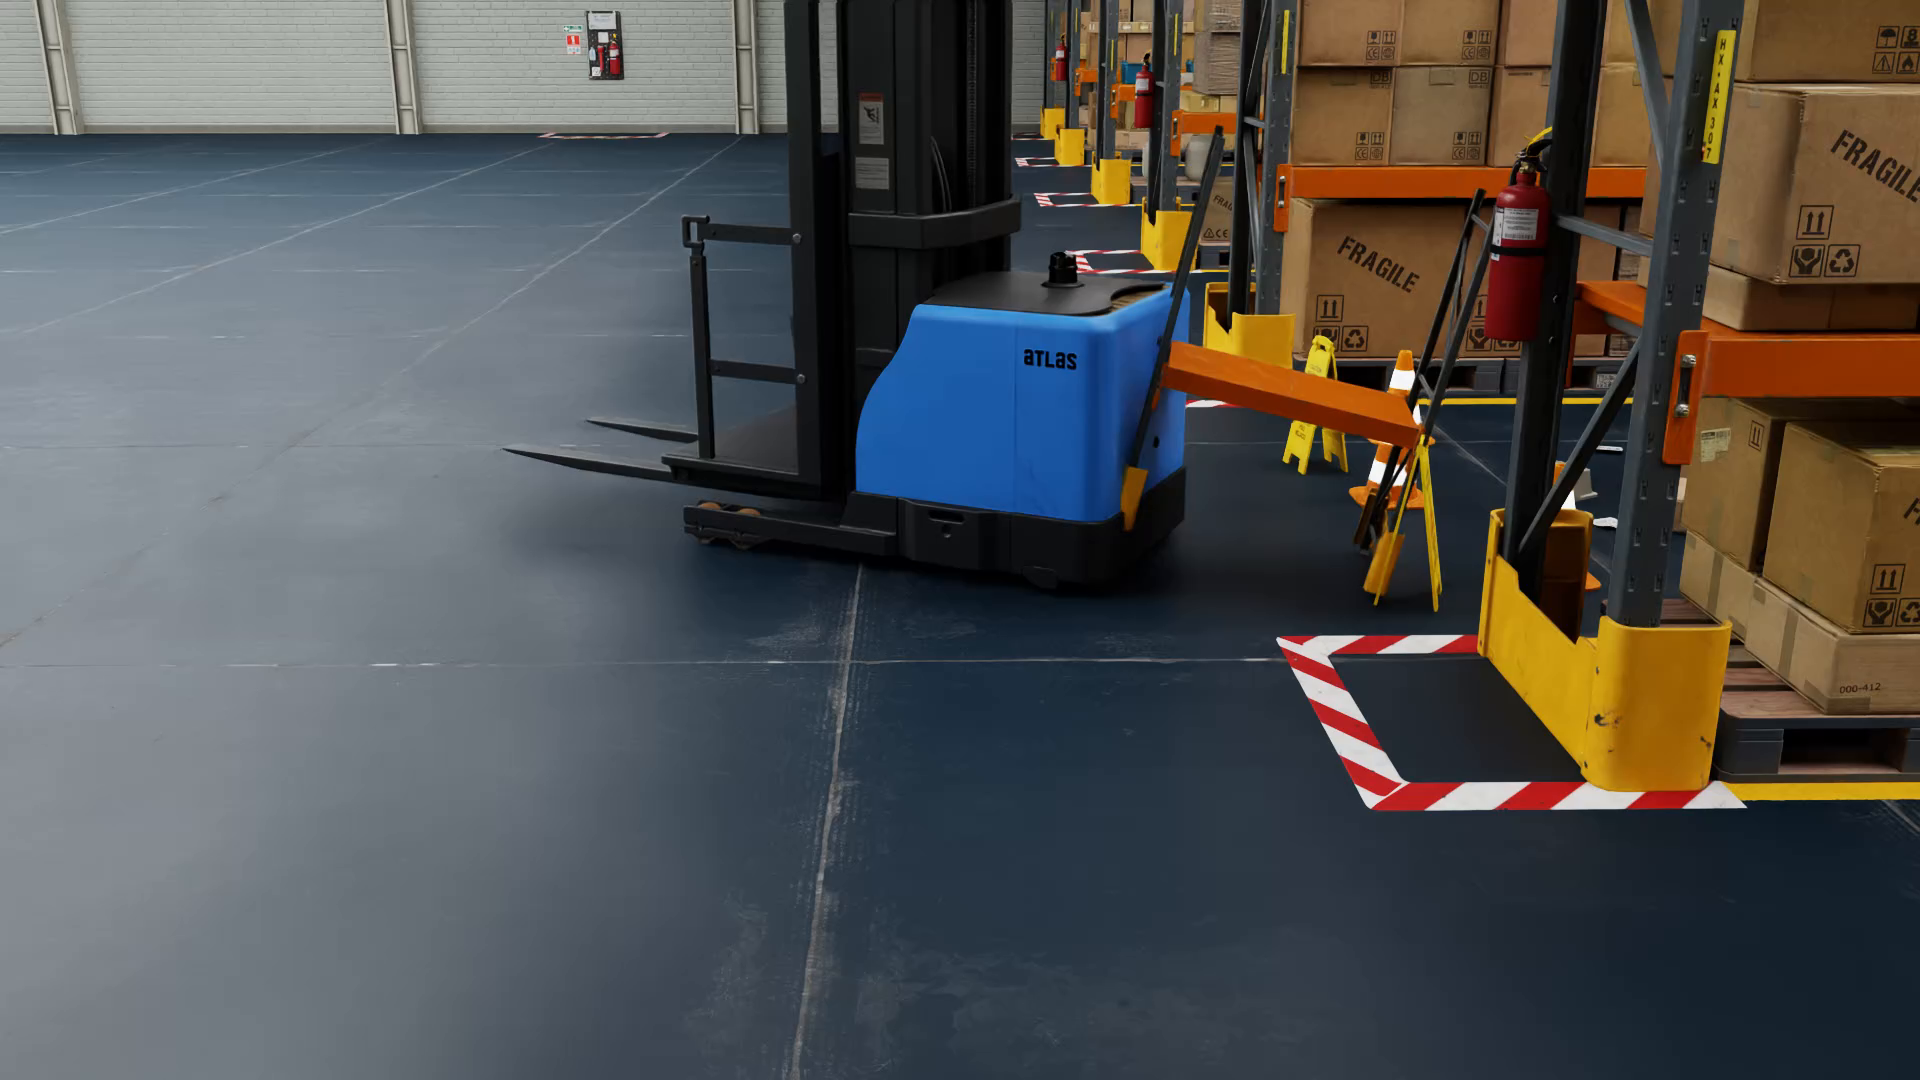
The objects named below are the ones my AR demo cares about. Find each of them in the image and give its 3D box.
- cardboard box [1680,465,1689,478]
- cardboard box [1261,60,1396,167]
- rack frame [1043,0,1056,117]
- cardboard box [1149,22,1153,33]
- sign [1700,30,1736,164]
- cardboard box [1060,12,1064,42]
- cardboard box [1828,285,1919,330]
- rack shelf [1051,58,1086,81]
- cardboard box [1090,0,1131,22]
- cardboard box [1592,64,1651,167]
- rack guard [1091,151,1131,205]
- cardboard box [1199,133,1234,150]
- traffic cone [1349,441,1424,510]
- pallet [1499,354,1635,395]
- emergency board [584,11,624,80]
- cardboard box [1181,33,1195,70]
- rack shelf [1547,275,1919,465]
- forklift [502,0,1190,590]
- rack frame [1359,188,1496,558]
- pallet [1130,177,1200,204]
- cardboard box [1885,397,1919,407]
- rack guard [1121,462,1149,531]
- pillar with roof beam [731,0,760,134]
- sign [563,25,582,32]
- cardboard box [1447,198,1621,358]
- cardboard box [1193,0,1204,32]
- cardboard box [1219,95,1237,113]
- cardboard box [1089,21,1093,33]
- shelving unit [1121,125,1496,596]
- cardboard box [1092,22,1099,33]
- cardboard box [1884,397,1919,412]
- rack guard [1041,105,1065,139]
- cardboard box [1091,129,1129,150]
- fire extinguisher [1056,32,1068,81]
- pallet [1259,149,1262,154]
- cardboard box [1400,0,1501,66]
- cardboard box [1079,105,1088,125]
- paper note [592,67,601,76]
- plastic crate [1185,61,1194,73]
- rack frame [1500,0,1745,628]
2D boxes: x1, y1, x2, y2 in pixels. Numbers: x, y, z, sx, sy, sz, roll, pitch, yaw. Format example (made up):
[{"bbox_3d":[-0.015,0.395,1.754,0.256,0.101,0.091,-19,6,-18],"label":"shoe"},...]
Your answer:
[{"bbox_3d":[3.637,-0.475,7.704,0.637,0.503,0.797,-15,23,-39],"label":"cardboard box"},{"bbox_3d":[2.112,-2.480,9.623,0.550,0.550,0.875,0,18,-1],"label":"cardboard box"},{"bbox_3d":[1.530,-8.447,28.469,0.127,3.000,1.000,0,18,-1],"label":"rack frame"},{"bbox_3d":[2.773,-7.230,23.450,0.250,0.149,0.380,-1,18,-2],"label":"cardboard box"},{"bbox_3d":[1.930,-1.128,4.237,0.005,0.325,0.100,0,18,-1],"label":"sign"},{"bbox_3d":[1.998,-8.809,28.584,0.500,0.500,0.500,0,18,-1],"label":"cardboard box"},{"bbox_3d":[2.516,-0.706,4.749,0.250,0.149,0.380,0,18,0],"label":"cardboard box"},{"bbox_3d":[3.530,-8.114,28.609,4.000,0.370,1.077,0,18,-1],"label":"rack shelf"},{"bbox_3d":[2.132,-7.598,23.535,0.500,0.500,0.700,0,18,-1],"label":"cardboard box"},{"bbox_3d":[3.753,-2.469,9.588,0.500,0.550,0.875,0,18,-1],"label":"cardboard box"},{"bbox_3d":[1.762,-4.246,19.464,0.348,0.500,1.175,0,18,-1],"label":"rack guard"},{"bbox_3d":[3.652,-5.766,23.926,0.500,0.250,0.500,0,18,-1],"label":"cardboard box"},{"bbox_3d":[1.973,-0.407,7.559,0.334,0.463,0.336,0,18,-1],"label":"traffic cone"},{"bbox_3d":[3.757,-1.098,10.125,1.213,0.211,1.003,0,18,-1],"label":"pallet"},{"bbox_3d":[-6.254,-8.685,29.212,0.643,1.169,0.194,0,18,-1],"label":"emergency board"},{"bbox_3d":[3.101,-6.985,23.746,0.500,0.500,0.700,0,18,0],"label":"cardboard box"},{"bbox_3d":[3.921,-0.549,5.025,4.000,0.370,1.077,0,18,-1],"label":"rack shelf"},{"bbox_3d":[-0.598,-1.495,6.910,3.031,2.935,1.130,8,20,25],"label":"forklift"},{"bbox_3d":[1.785,-0.573,6.352,0.032,1.500,0.500,14,20,3],"label":"rack frame"},{"bbox_3d":[2.574,-4.110,19.515,1.213,0.211,1.003,0,18,-1],"label":"pallet"},{"bbox_3d":[3.084,-0.544,5.358,0.250,0.149,0.380,0,18,1],"label":"cardboard box"},{"bbox_3d":[0.686,-0.250,6.621,0.087,0.250,0.587,14,20,3],"label":"rack guard"},{"bbox_3d":[-3.715,-10.227,24.198,0.400,9.000,9.100,0,18,-1],"label":"pillar with roof beam"},{"bbox_3d":[-6.804,-8.981,29.207,0.331,0.109,0.001,0,18,-1],"label":"sign"},{"bbox_3d":[3.299,-1.610,9.946,0.875,0.875,0.875,-1,18,-2],"label":"cardboard box"},{"bbox_3d":[2.311,-4.652,14.351,0.500,0.500,0.500,0,18,-1],"label":"cardboard box"},{"bbox_3d":[2.304,-3.713,14.122,0.250,0.149,0.380,0,18,-1],"label":"cardboard box"},{"bbox_3d":[1.991,-7.351,23.825,0.250,0.149,0.380,-1,18,-2],"label":"cardboard box"},{"bbox_3d":[1.303,-0.697,6.379,1.083,1.500,0.587,14,20,3],"label":"shelving unit"},{"bbox_3d":[2.008,-7.227,23.439,0.250,0.149,0.380,0,18,-1],"label":"cardboard box"},{"bbox_3d":[3.240,-0.217,5.398,0.500,0.500,0.500,0,18,1],"label":"cardboard box"},{"bbox_3d":[1.606,-7.257,28.852,0.348,0.500,1.175,0,18,-1],"label":"rack guard"},{"bbox_3d":[2.152,-5.759,23.905,0.500,0.250,0.500,0,18,-1],"label":"cardboard box"},{"bbox_3d":[1.486,-7.038,24.205,0.183,0.674,0.296,0,18,-1],"label":"fire extinguisher"},{"bbox_3d":[4.816,-5.635,24.266,1.213,0.211,1.003,0,18,-1],"label":"pallet"},{"bbox_3d":[2.662,-2.999,9.474,0.550,0.550,0.875,0,18,-1],"label":"cardboard box"},{"bbox_3d":[2.223,-7.352,28.737,0.500,0.311,0.500,-2,18,-7],"label":"cardboard box"},{"bbox_3d":[-6.433,-8.286,29.409,0.142,0.148,0.016,0,18,-1],"label":"paper note"},{"bbox_3d":[2.832,-5.446,19.356,0.408,0.251,0.499,0,18,-1],"label":"plastic crate"},{"bbox_3d":[1.921,-0.882,4.886,0.127,3.000,1.000,0,18,-1],"label":"rack frame"}]
